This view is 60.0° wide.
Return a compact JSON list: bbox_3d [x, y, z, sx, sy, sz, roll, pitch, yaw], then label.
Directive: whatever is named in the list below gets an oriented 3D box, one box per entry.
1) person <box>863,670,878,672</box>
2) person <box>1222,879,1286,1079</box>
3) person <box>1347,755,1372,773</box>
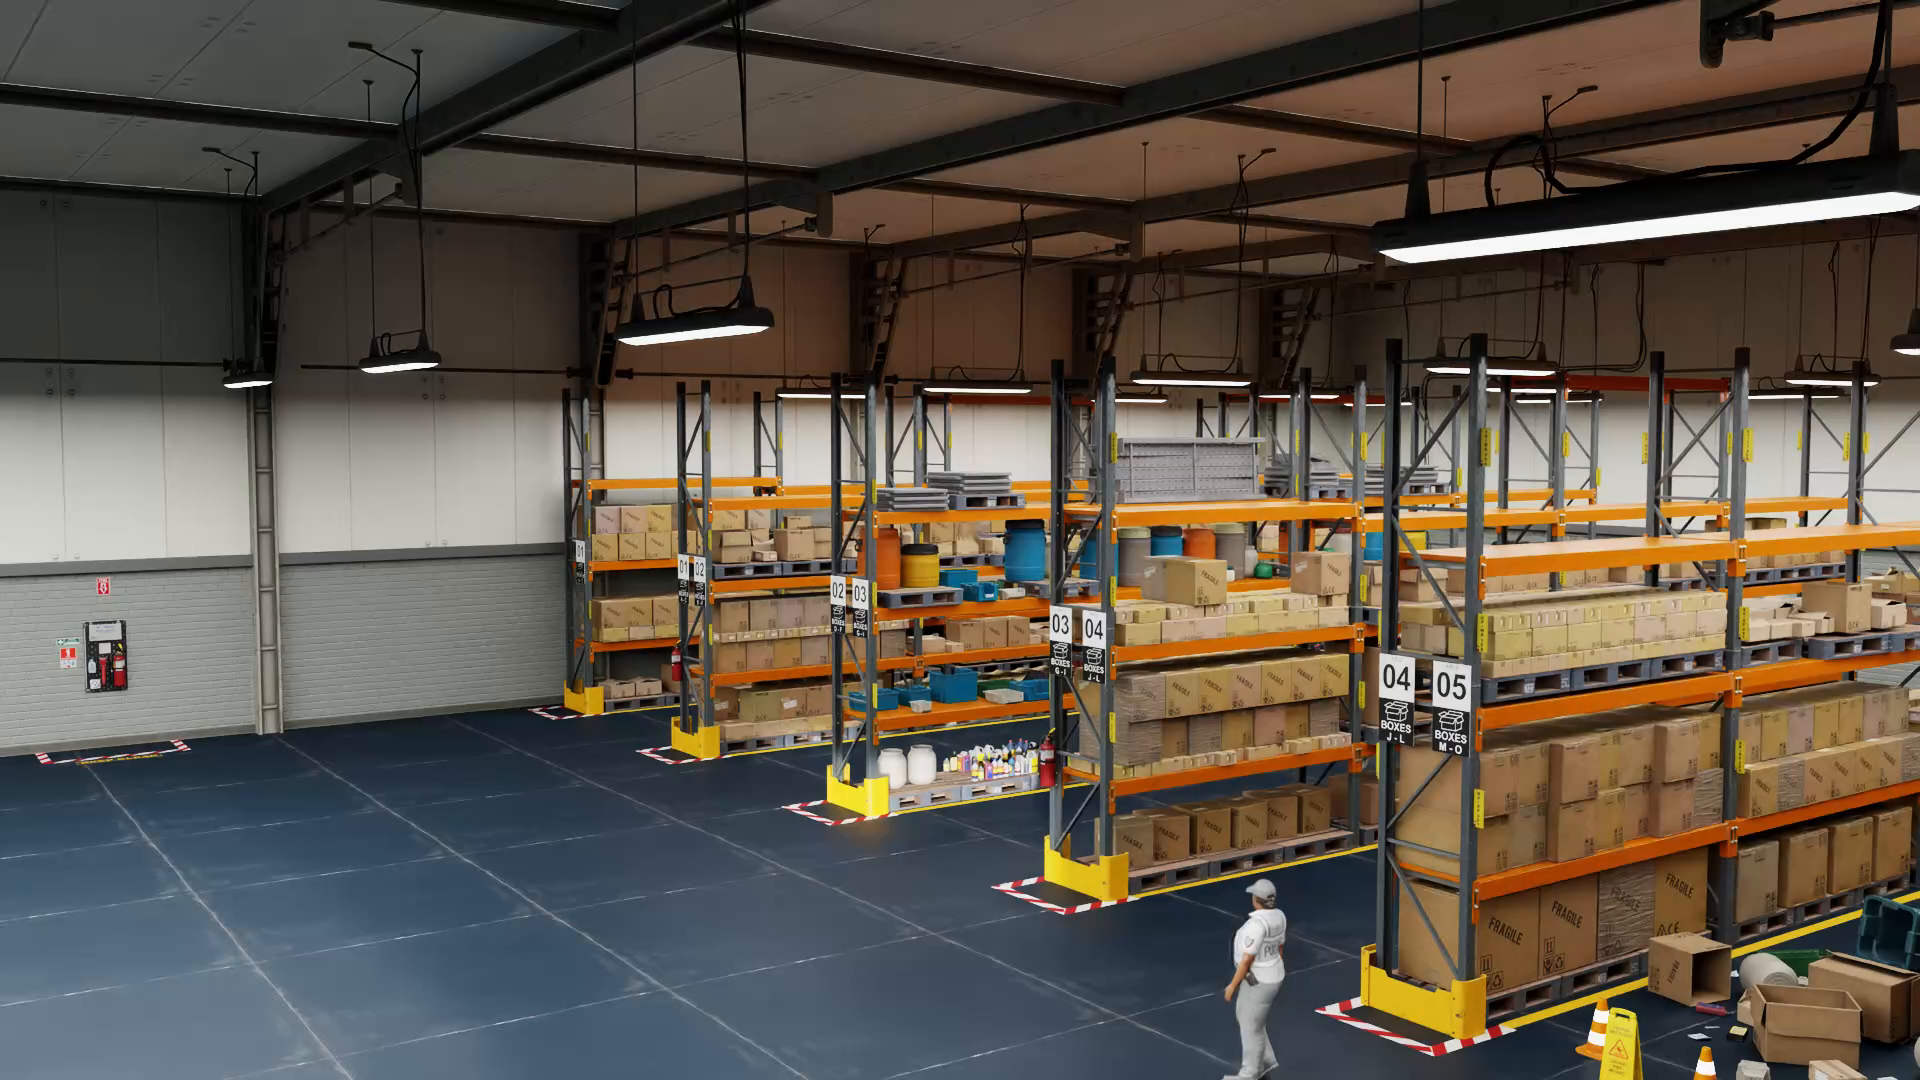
[{"bbox_3d":[-1.771,2.291,31.366,0.524,1.689,0.556,0,4,0],"label":"person"},{"bbox_3d":[2.322,3.515,13.147,0.463,1.702,0.521,1,4,21],"label":"person"},{"bbox_3d":[5.996,2.740,24.935,0.840,1.624,0.494,-3,5,-38],"label":"person"}]
